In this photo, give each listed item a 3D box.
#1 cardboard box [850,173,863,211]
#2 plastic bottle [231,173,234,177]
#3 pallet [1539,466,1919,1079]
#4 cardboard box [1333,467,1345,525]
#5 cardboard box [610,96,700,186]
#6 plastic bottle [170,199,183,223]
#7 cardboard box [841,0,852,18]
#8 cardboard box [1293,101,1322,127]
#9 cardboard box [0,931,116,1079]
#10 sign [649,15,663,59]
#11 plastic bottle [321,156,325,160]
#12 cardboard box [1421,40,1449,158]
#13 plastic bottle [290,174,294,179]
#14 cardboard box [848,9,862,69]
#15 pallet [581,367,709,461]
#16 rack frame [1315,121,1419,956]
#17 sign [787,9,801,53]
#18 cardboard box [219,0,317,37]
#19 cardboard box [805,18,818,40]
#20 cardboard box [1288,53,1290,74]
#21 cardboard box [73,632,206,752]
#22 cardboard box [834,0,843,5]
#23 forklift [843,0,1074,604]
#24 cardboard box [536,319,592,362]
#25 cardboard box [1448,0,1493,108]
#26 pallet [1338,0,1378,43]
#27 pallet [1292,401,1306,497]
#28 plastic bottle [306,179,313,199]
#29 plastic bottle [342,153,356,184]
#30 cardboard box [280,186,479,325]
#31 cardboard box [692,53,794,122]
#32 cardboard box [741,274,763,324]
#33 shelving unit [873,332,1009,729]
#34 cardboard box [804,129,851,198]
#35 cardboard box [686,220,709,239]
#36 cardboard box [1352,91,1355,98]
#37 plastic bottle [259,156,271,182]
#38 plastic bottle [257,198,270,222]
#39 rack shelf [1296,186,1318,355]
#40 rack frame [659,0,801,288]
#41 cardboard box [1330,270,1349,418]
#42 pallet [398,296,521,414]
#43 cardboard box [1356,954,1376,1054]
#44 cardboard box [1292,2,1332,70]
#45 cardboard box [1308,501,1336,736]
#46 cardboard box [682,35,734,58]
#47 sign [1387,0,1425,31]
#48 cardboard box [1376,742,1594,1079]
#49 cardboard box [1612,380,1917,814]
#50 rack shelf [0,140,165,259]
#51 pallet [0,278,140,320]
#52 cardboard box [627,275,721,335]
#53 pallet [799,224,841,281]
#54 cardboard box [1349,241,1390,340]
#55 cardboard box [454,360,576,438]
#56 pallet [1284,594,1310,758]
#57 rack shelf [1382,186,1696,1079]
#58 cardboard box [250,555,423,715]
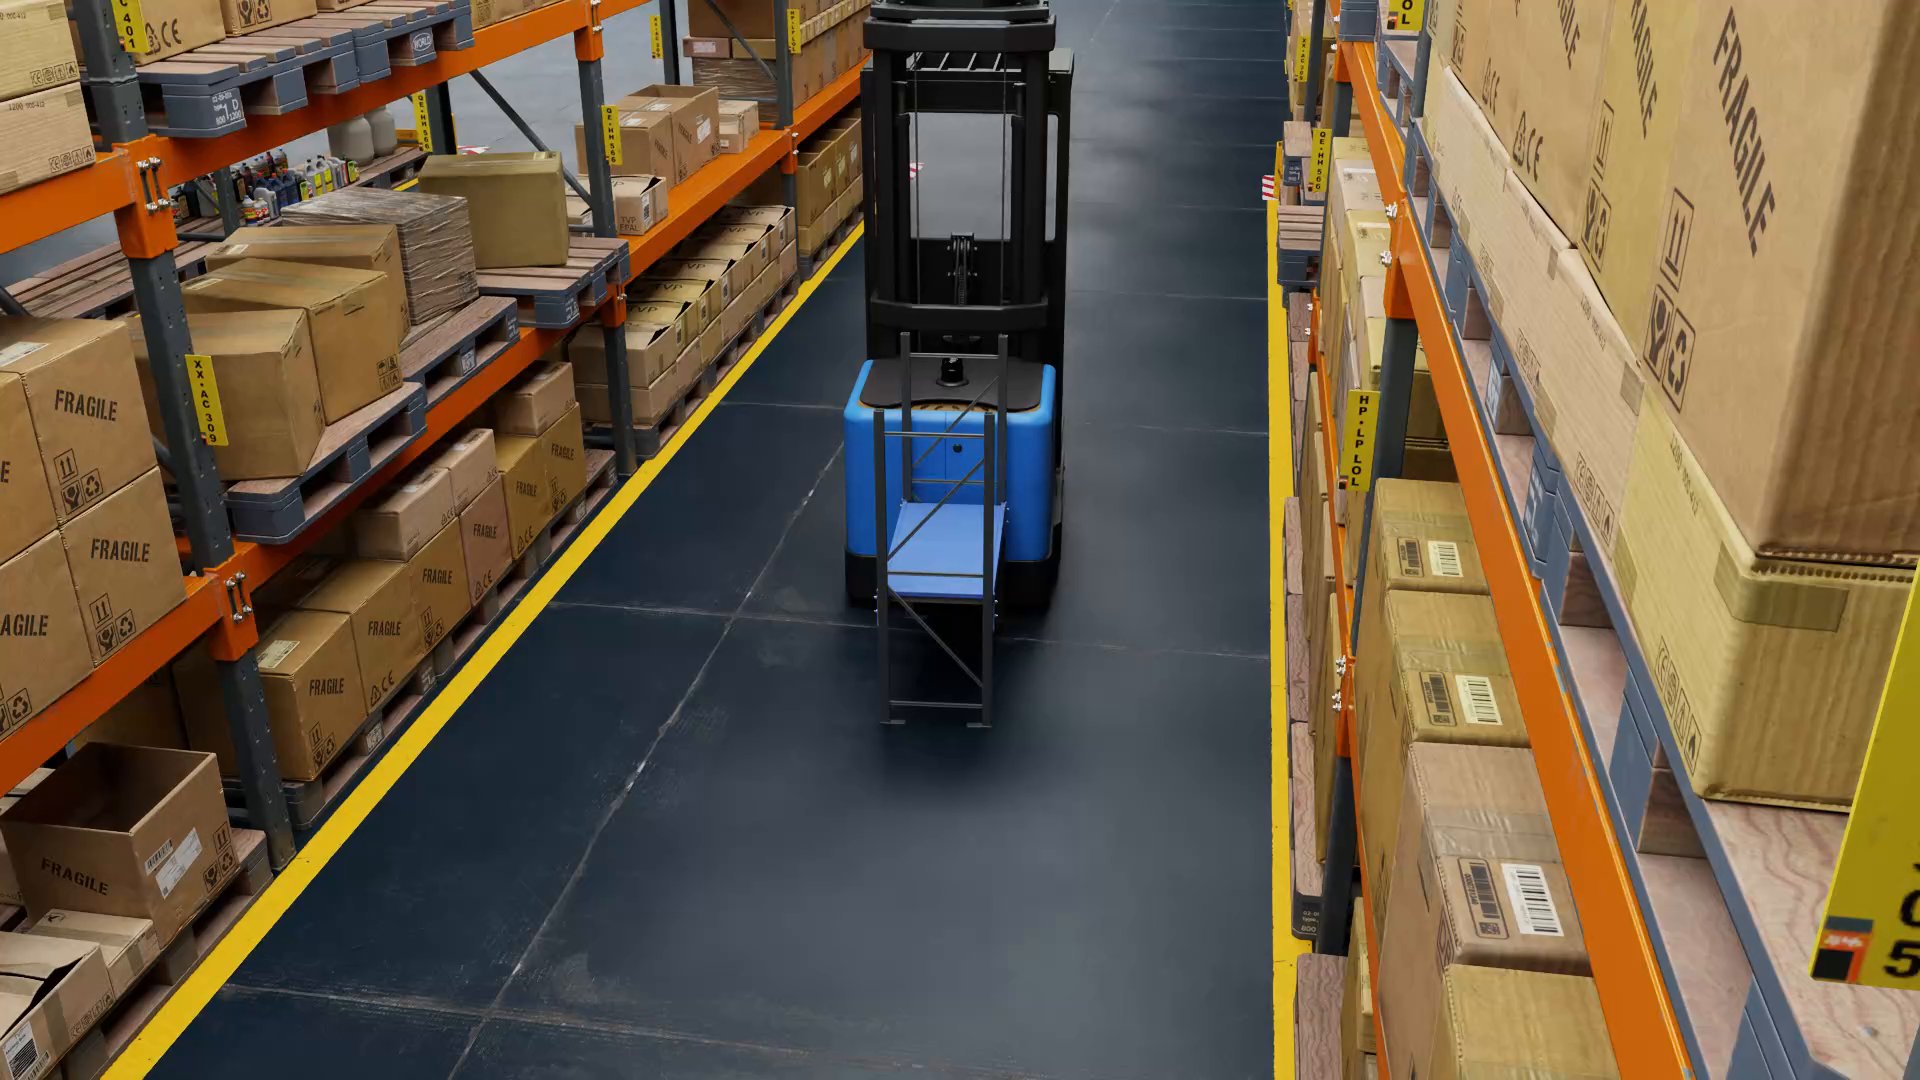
[{"bbox_3d":[-1.196,-3.212,15.321,0.500,0.250,0.500,4,25,9],"label":"cardboard box"},{"bbox_3d":[-6.801,-3.316,15.401,0.144,0.351,0.185,4,25,8],"label":"plastic bottle"},{"bbox_3d":[1.217,0.264,1.713,1.003,0.211,1.213,4,25,9],"label":"pallet"},{"bbox_3d":[1.626,-0.163,6.332,0.380,0.149,0.250,4,25,9],"label":"cardboard box"},{"bbox_3d":[-2.130,-2.762,11.495,0.500,0.500,0.500,4,25,9],"label":"cardboard box"},{"bbox_3d":[-6.954,-2.917,14.725,0.097,0.201,0.097,0,25,0],"label":"plastic bottle"},{"bbox_3d":[-1.210,-4.874,15.242,0.380,0.149,0.250,5,26,10],"label":"cardboard box"},{"bbox_3d":[2.846,-3.285,12.884,0.500,0.250,0.500,4,25,9],"label":"cardboard box"},{"bbox_3d":[-3.063,1.469,5.226,0.500,0.311,0.500,4,25,9],"label":"cardboard box"},{"bbox_3d":[-2.368,-3.933,12.999,0.100,0.325,0.005,4,25,9],"label":"sign"},{"bbox_3d":[-6.094,-3.559,15.999,0.061,0.283,0.133,4,25,9],"label":"plastic bottle"},{"bbox_3d":[1.387,-1.035,3.947,0.500,0.250,0.500,4,25,8],"label":"cardboard box"},{"bbox_3d":[-6.147,-3.227,15.305,0.097,0.271,0.097,0,25,0],"label":"plastic bottle"},{"bbox_3d":[-1.336,-4.771,15.786,0.700,0.500,0.500,5,25,10],"label":"cardboard box"},{"bbox_3d":[-2.301,-0.872,10.865,1.003,0.211,1.213,4,25,9],"label":"pallet"},{"bbox_3d":[1.760,0.221,5.240,1.000,3.000,0.127,4,25,9],"label":"rack frame"},{"bbox_3d":[-1.283,-3.922,12.818,0.100,0.325,0.005,4,25,9],"label":"sign"},{"bbox_3d":[-2.886,-2.247,6.242,0.600,0.600,0.600,4,25,8],"label":"cardboard box"},{"bbox_3d":[-1.419,-4.332,14.084,0.380,0.149,0.250,3,25,7],"label":"cardboard box"},{"bbox_3d":[3.257,-4.339,15.135,0.500,0.250,0.500,3,25,7],"label":"cardboard box"},{"bbox_3d":[-3.330,0.586,6.890,0.500,0.500,0.500,4,25,8],"label":"cardboard box"},{"bbox_3d":[-1.426,-5.125,15.012,0.700,0.500,0.500,4,25,9],"label":"cardboard box"},{"bbox_3d":[0.050,-1.591,9.191,1.130,2.935,3.031,2,25,4],"label":"forklift"},{"bbox_3d":[-2.631,-1.229,10.424,0.500,0.311,0.500,5,25,10],"label":"cardboard box"},{"bbox_3d":[1.289,-1.151,3.311,0.500,0.500,0.500,3,25,7],"label":"cardboard box"},{"bbox_3d":[2.361,-2.452,7.635,1.213,0.211,1.003,5,26,11],"label":"pallet"},{"bbox_3d":[2.543,-0.516,10.103,1.003,0.211,1.213,4,25,9],"label":"pallet"},{"bbox_3d":[-6.065,-3.248,15.433,0.097,0.201,0.097,0,25,0],"label":"plastic bottle"},{"bbox_3d":[-5.921,-3.605,16.098,0.061,0.283,0.133,5,25,10],"label":"plastic bottle"},{"bbox_3d":[-2.803,-1.389,8.066,0.700,0.500,0.500,9,27,18],"label":"cardboard box"},{"bbox_3d":[-1.754,-3.698,13.494,0.700,0.500,0.500,3,25,7],"label":"cardboard box"},{"bbox_3d":[-1.770,-1.793,12.290,0.500,0.250,0.500,5,25,10],"label":"cardboard box"},{"bbox_3d":[-0.067,-0.064,7.617,0.538,1.500,1.048,2,25,4],"label":"shelving unit"},{"bbox_3d":[-1.272,-3.342,14.715,0.500,0.500,0.500,4,25,9],"label":"cardboard box"},{"bbox_3d":[-2.220,-2.301,12.714,0.500,0.311,0.500,4,25,8],"label":"cardboard box"},{"bbox_3d":[2.776,-2.648,10.733,0.700,0.500,0.500,8,26,16],"label":"cardboard box"},{"bbox_3d":[-6.712,-3.568,16.034,0.097,0.271,0.097,0,25,0],"label":"plastic bottle"},{"bbox_3d":[-6.189,-2.931,14.756,0.097,0.201,0.097,0,25,0],"label":"plastic bottle"},{"bbox_3d":[2.741,-1.963,10.754,1.077,0.370,4.000,4,25,9],"label":"rack shelf"},{"bbox_3d":[-1.820,-3.467,13.118,1.000,3.000,0.127,4,25,9],"label":"rack frame"},{"bbox_3d":[1.828,-0.812,6.953,0.500,0.500,0.500,5,25,10],"label":"cardboard box"},{"bbox_3d":[-2.787,-0.893,7.846,1.003,0.211,1.213,4,25,9],"label":"pallet"},{"bbox_3d":[1.301,1.305,4.611,0.380,0.149,0.250,5,26,10],"label":"cardboard box"},{"bbox_3d":[3.093,-4.262,14.085,0.500,0.500,0.500,5,26,10],"label":"cardboard box"},{"bbox_3d":[1.880,0.351,7.001,0.750,0.750,0.750,5,26,10],"label":"cardboard box"},{"bbox_3d":[-1.987,-3.934,13.234,0.380,0.149,0.250,4,25,8],"label":"cardboard box"},{"bbox_3d":[1.223,-1.548,4.499,0.100,0.325,0.005,4,25,9],"label":"sign"},{"bbox_3d":[1.421,0.921,3.391,0.980,0.700,0.700,3,25,6],"label":"cardboard box"},{"bbox_3d":[0.964,0.043,1.645,0.500,0.250,0.500,5,26,10],"label":"cardboard box"},{"bbox_3d":[-3.454,-0.317,3.700,1.077,0.370,4.000,4,25,9],"label":"rack shelf"},{"bbox_3d":[-6.993,-1.706,12.645,1.003,0.211,1.213,4,25,9],"label":"pallet"},{"bbox_3d":[-1.935,-1.625,11.270,0.500,0.311,0.500,3,25,7],"label":"cardboard box"},{"bbox_3d":[-1.649,-2.534,14.414,1.003,0.211,1.213,4,25,9],"label":"pallet"},{"bbox_3d":[1.760,-0.948,6.359,0.500,0.250,0.500,5,25,10],"label":"cardboard box"},{"bbox_3d":[-2.400,-0.769,8.900,0.500,0.250,0.500,5,26,11],"label":"cardboard box"},{"bbox_3d":[2.009,0.644,7.625,1.003,0.211,1.213,4,25,9],"label":"pallet"},{"bbox_3d":[1.433,0.025,2.970,1.077,0.370,4.000,4,25,9],"label":"rack shelf"},{"bbox_3d":[-2.732,0.403,7.281,0.500,0.500,0.500,4,25,9],"label":"cardboard box"}]
